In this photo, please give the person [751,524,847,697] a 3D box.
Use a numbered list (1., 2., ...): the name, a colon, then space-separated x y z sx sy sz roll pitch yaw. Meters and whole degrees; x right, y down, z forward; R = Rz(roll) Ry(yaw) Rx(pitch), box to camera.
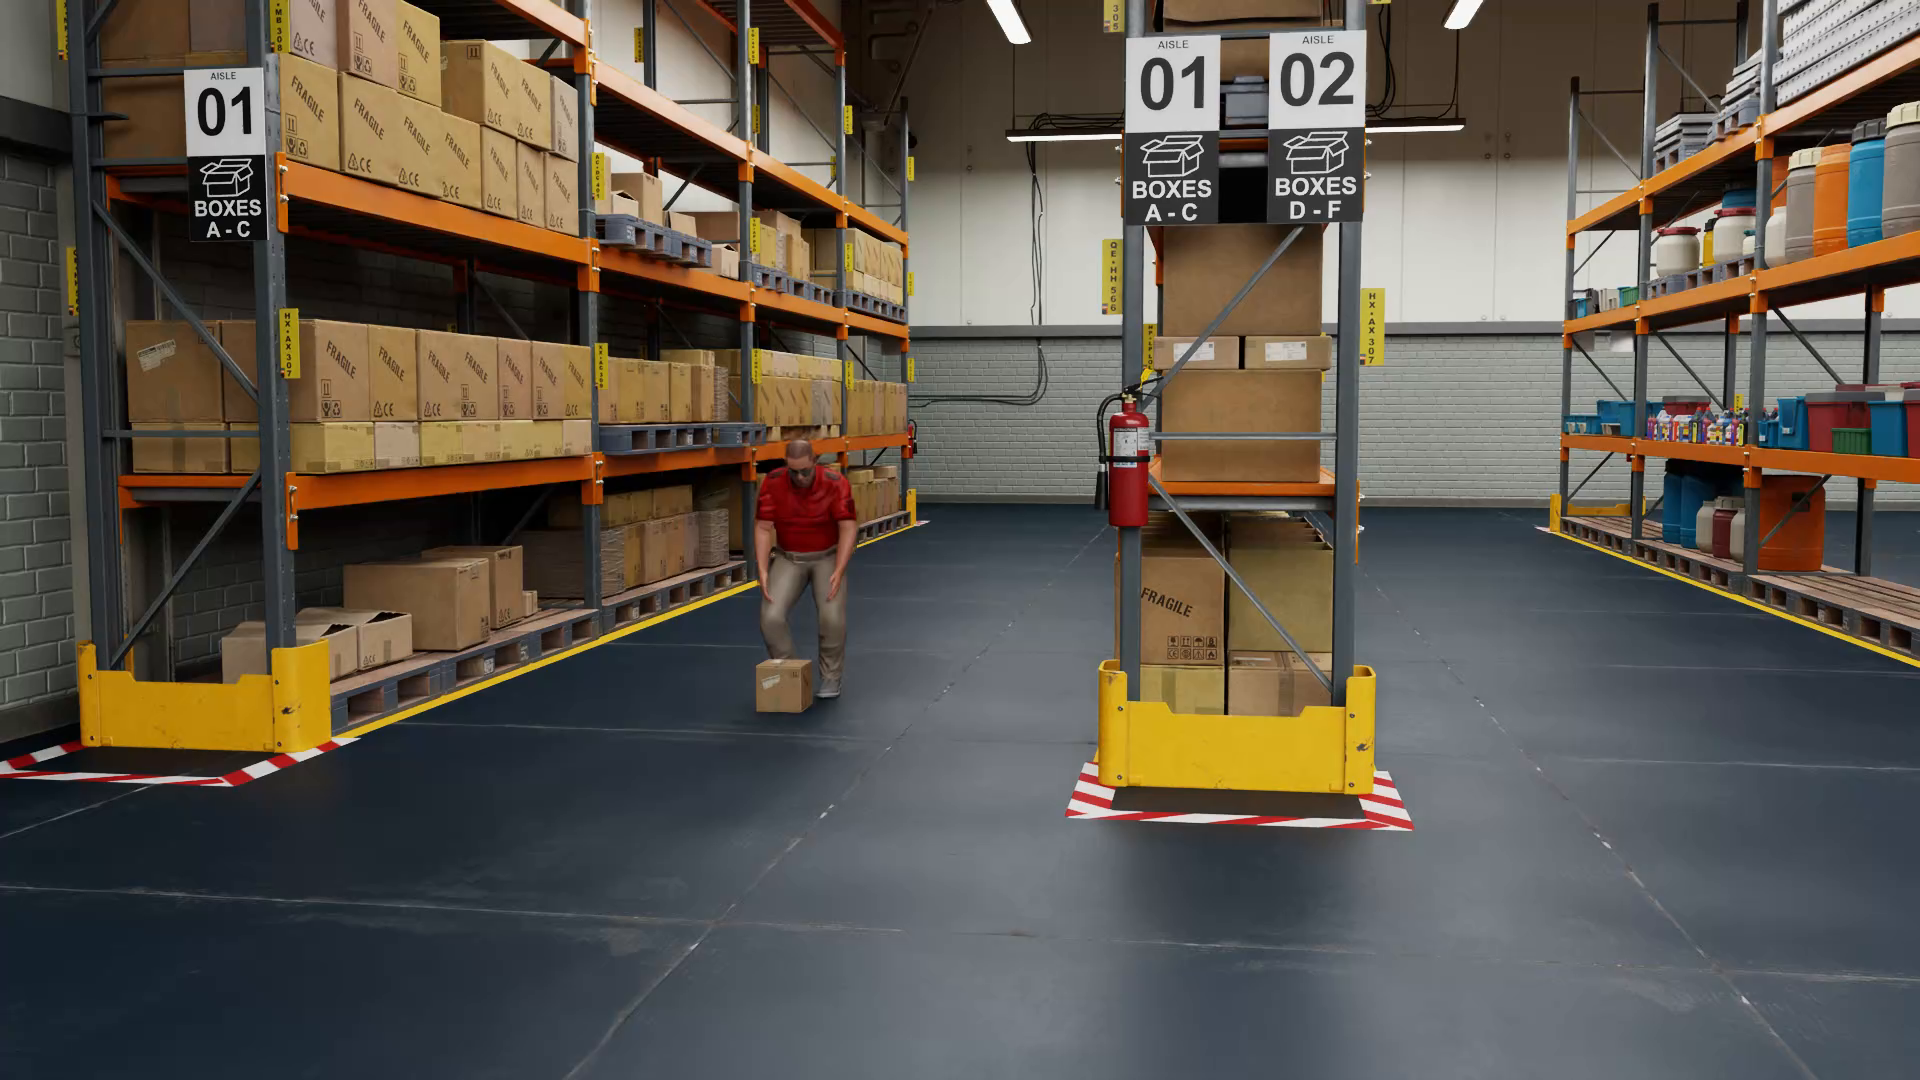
1. person: -0.908 0.411 9.325 0.529 0.976 0.958 0 4 6
